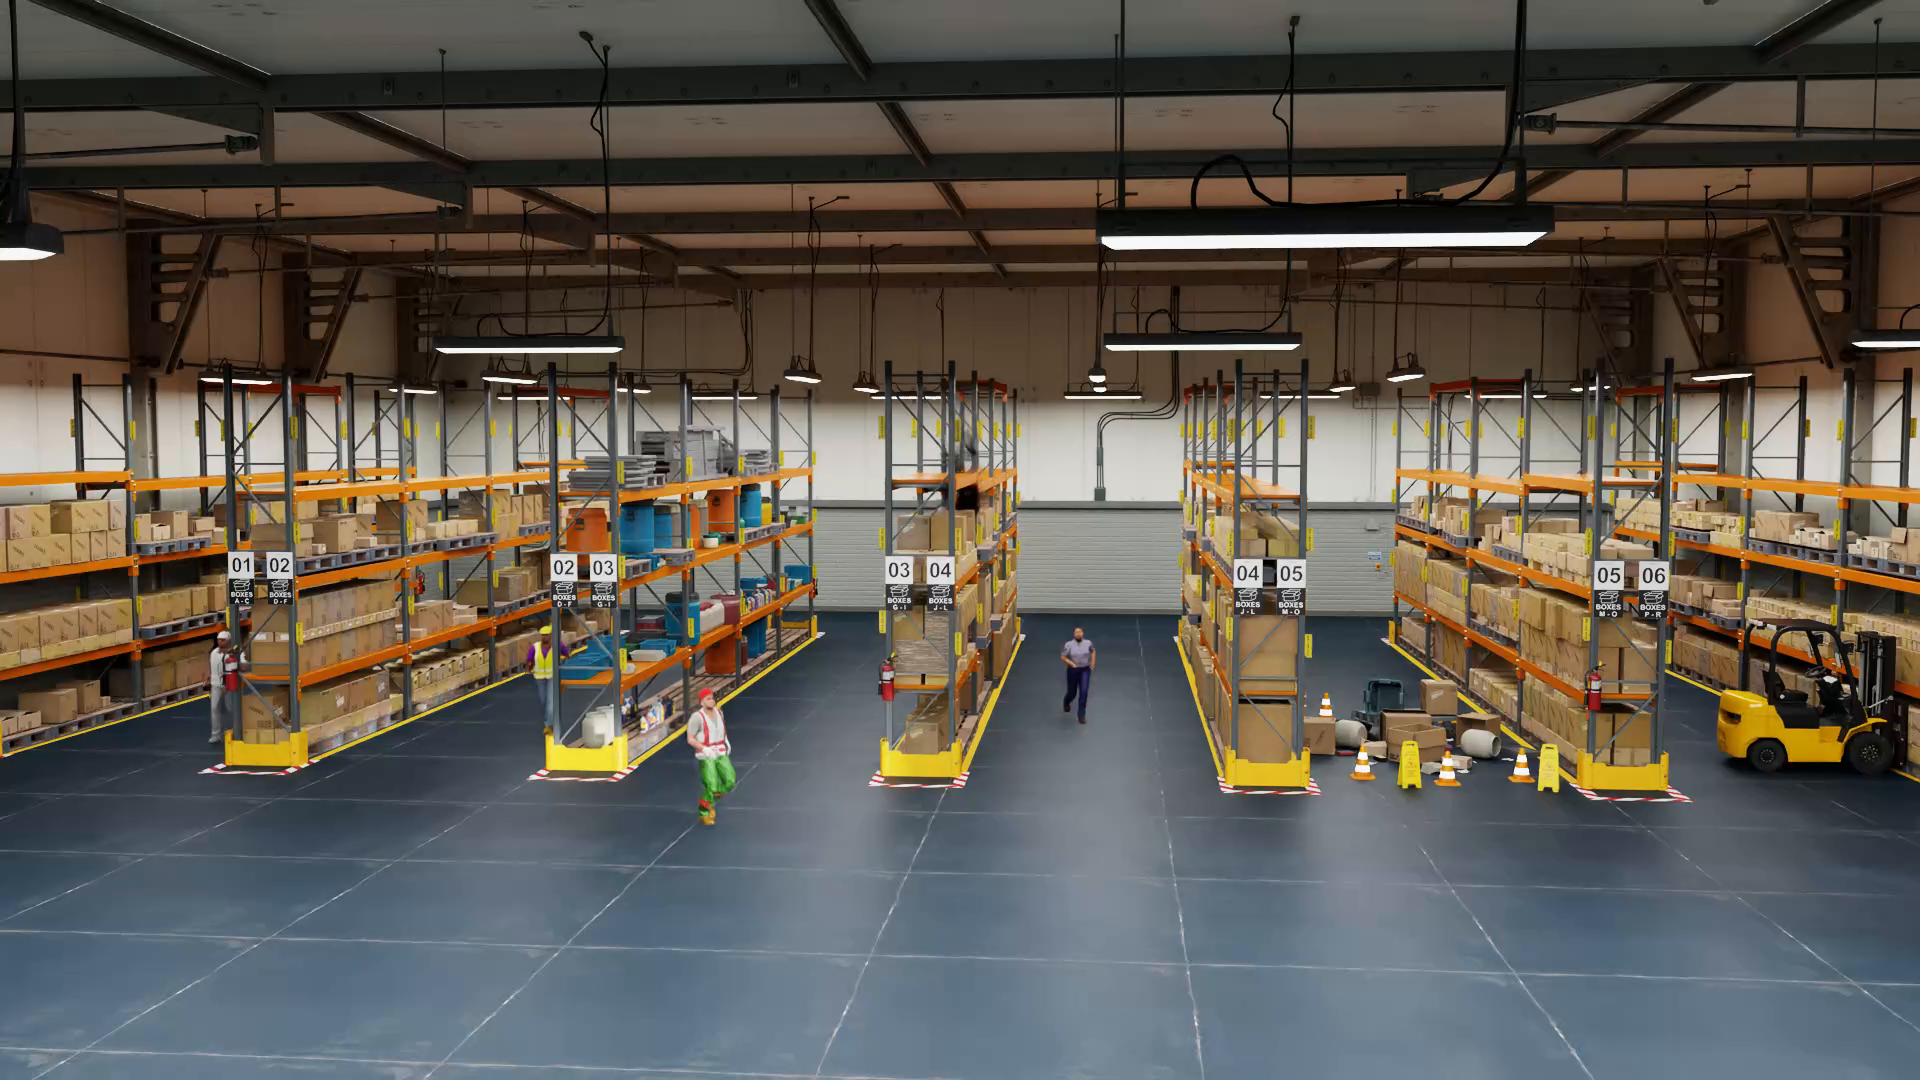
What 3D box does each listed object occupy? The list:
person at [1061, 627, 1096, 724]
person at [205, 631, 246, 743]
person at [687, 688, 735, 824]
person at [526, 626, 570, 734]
[{"bbox_3d":[2.051,2.316,28.756,0.615,1.641,0.858,0,4,-4],"label":"person"},{"bbox_3d":[-11.863,2.341,26.855,0.723,1.751,0.959,0,4,6],"label":"person"},{"bbox_3d":[-3.124,2.742,21.080,0.530,1.742,0.670,3,5,42],"label":"person"},{"bbox_3d":[-6.871,2.298,27.717,0.681,1.753,0.955,0,4,-1],"label":"person"}]
